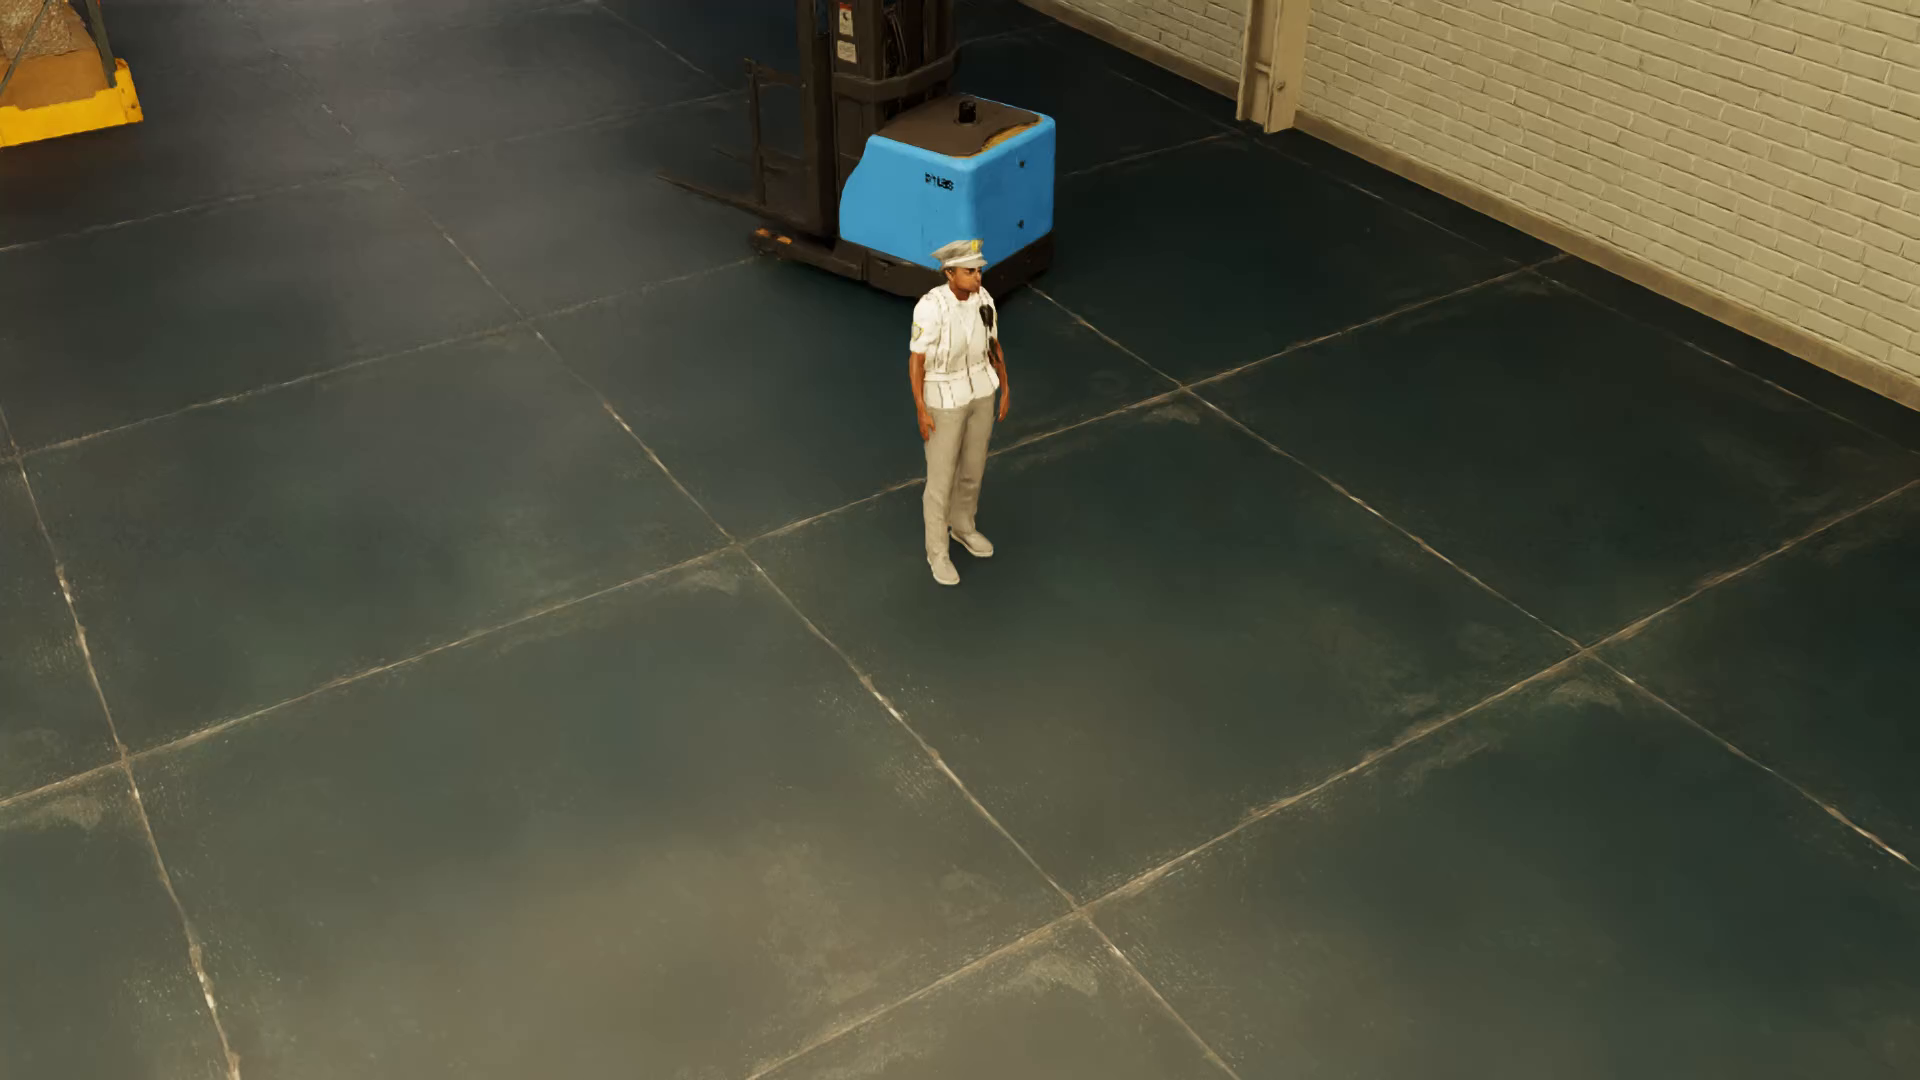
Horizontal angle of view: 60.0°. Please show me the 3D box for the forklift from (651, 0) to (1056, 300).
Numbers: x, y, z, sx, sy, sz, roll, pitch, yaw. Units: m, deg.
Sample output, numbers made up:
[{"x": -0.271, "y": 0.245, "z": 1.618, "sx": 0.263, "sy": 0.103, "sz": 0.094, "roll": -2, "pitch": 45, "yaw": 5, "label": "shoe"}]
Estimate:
[{"x": -0.846, "y": -3.334, "z": 10.893, "sx": 3.031, "sy": 2.935, "sz": 1.130, "roll": 23, "pitch": 41, "yaw": 29, "label": "forklift"}]

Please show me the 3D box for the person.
[{"x": 0.025, "y": -0.658, "z": 8.145, "sx": 0.570, "sy": 1.695, "sz": 0.529, "roll": -21, "pitch": 40, "yaw": -27, "label": "person"}]
